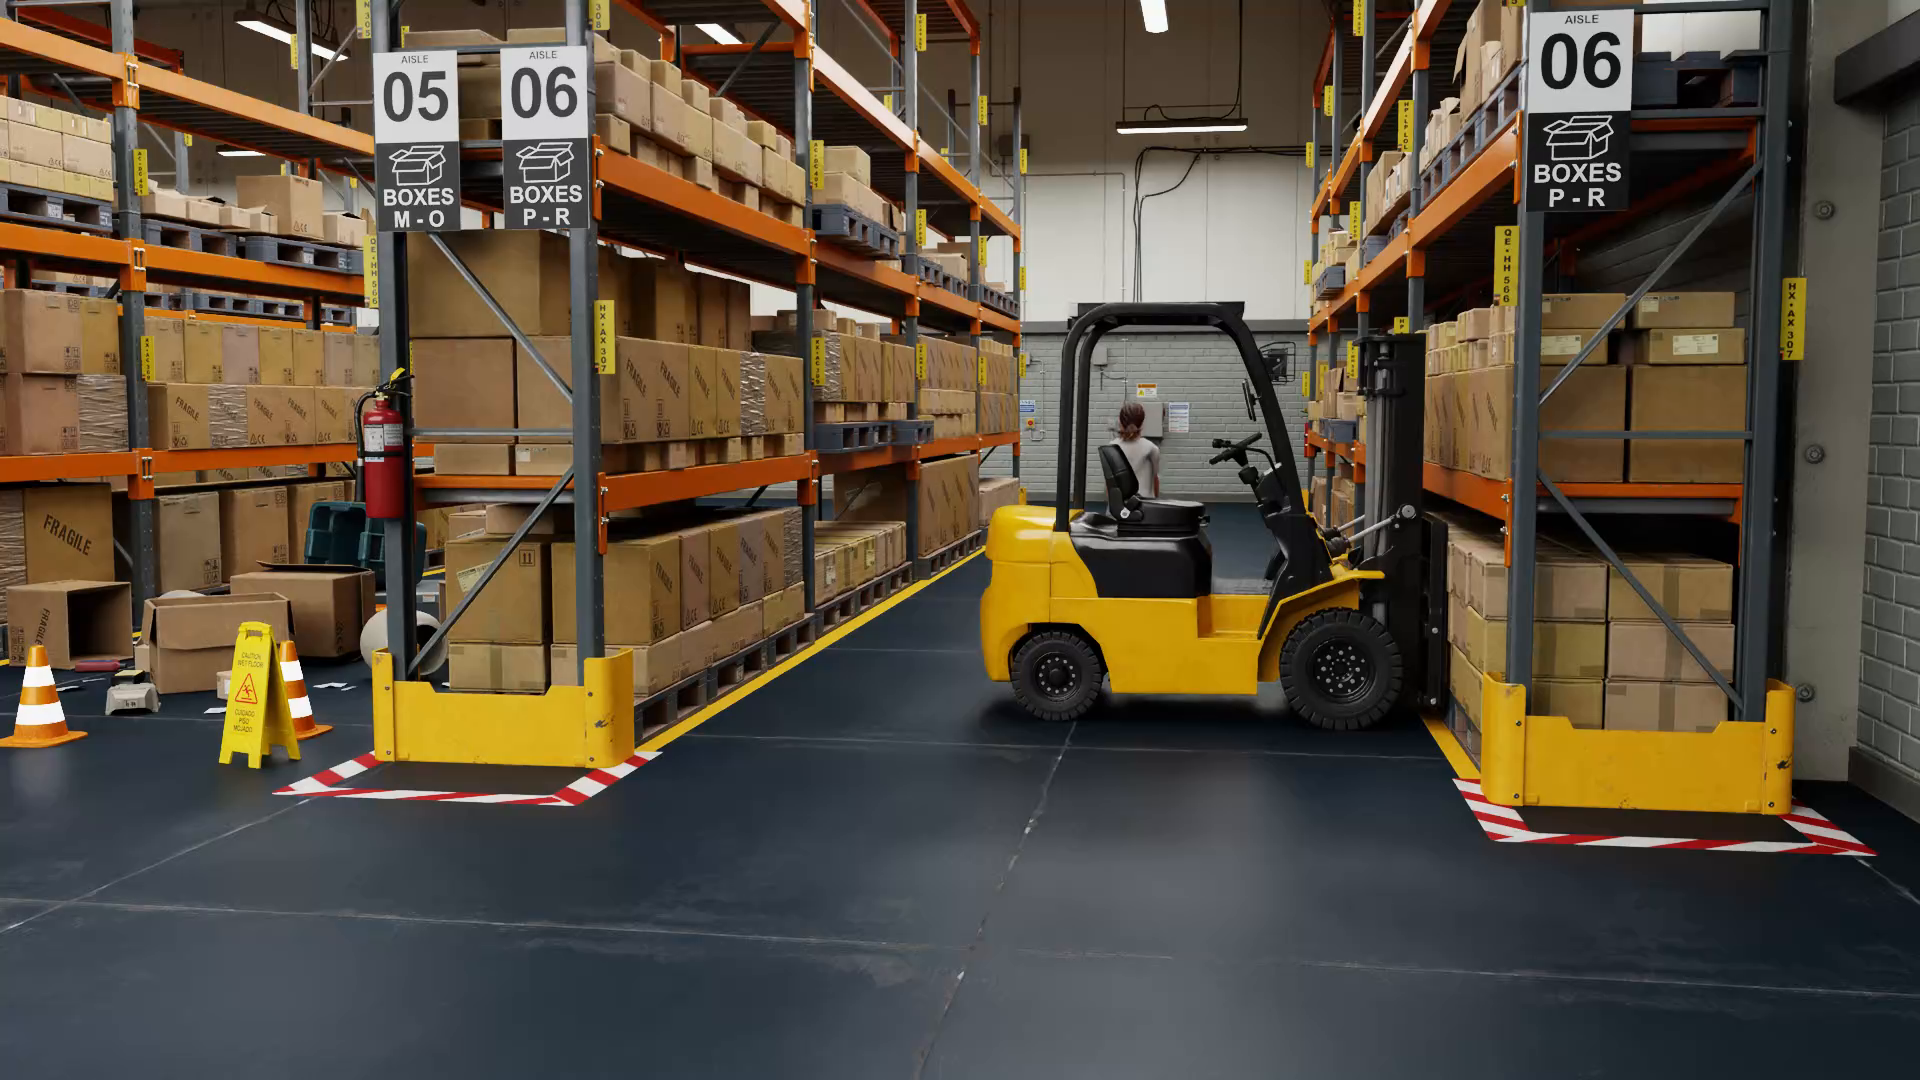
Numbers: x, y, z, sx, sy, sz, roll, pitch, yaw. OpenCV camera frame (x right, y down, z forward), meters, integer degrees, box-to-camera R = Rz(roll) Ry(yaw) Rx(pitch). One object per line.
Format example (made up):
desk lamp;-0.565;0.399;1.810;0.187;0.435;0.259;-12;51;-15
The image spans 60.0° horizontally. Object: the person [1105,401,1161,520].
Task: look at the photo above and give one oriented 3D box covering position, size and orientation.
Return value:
person;1.208;-0.143;11.743;0.410;1.668;0.500;1;5;8
